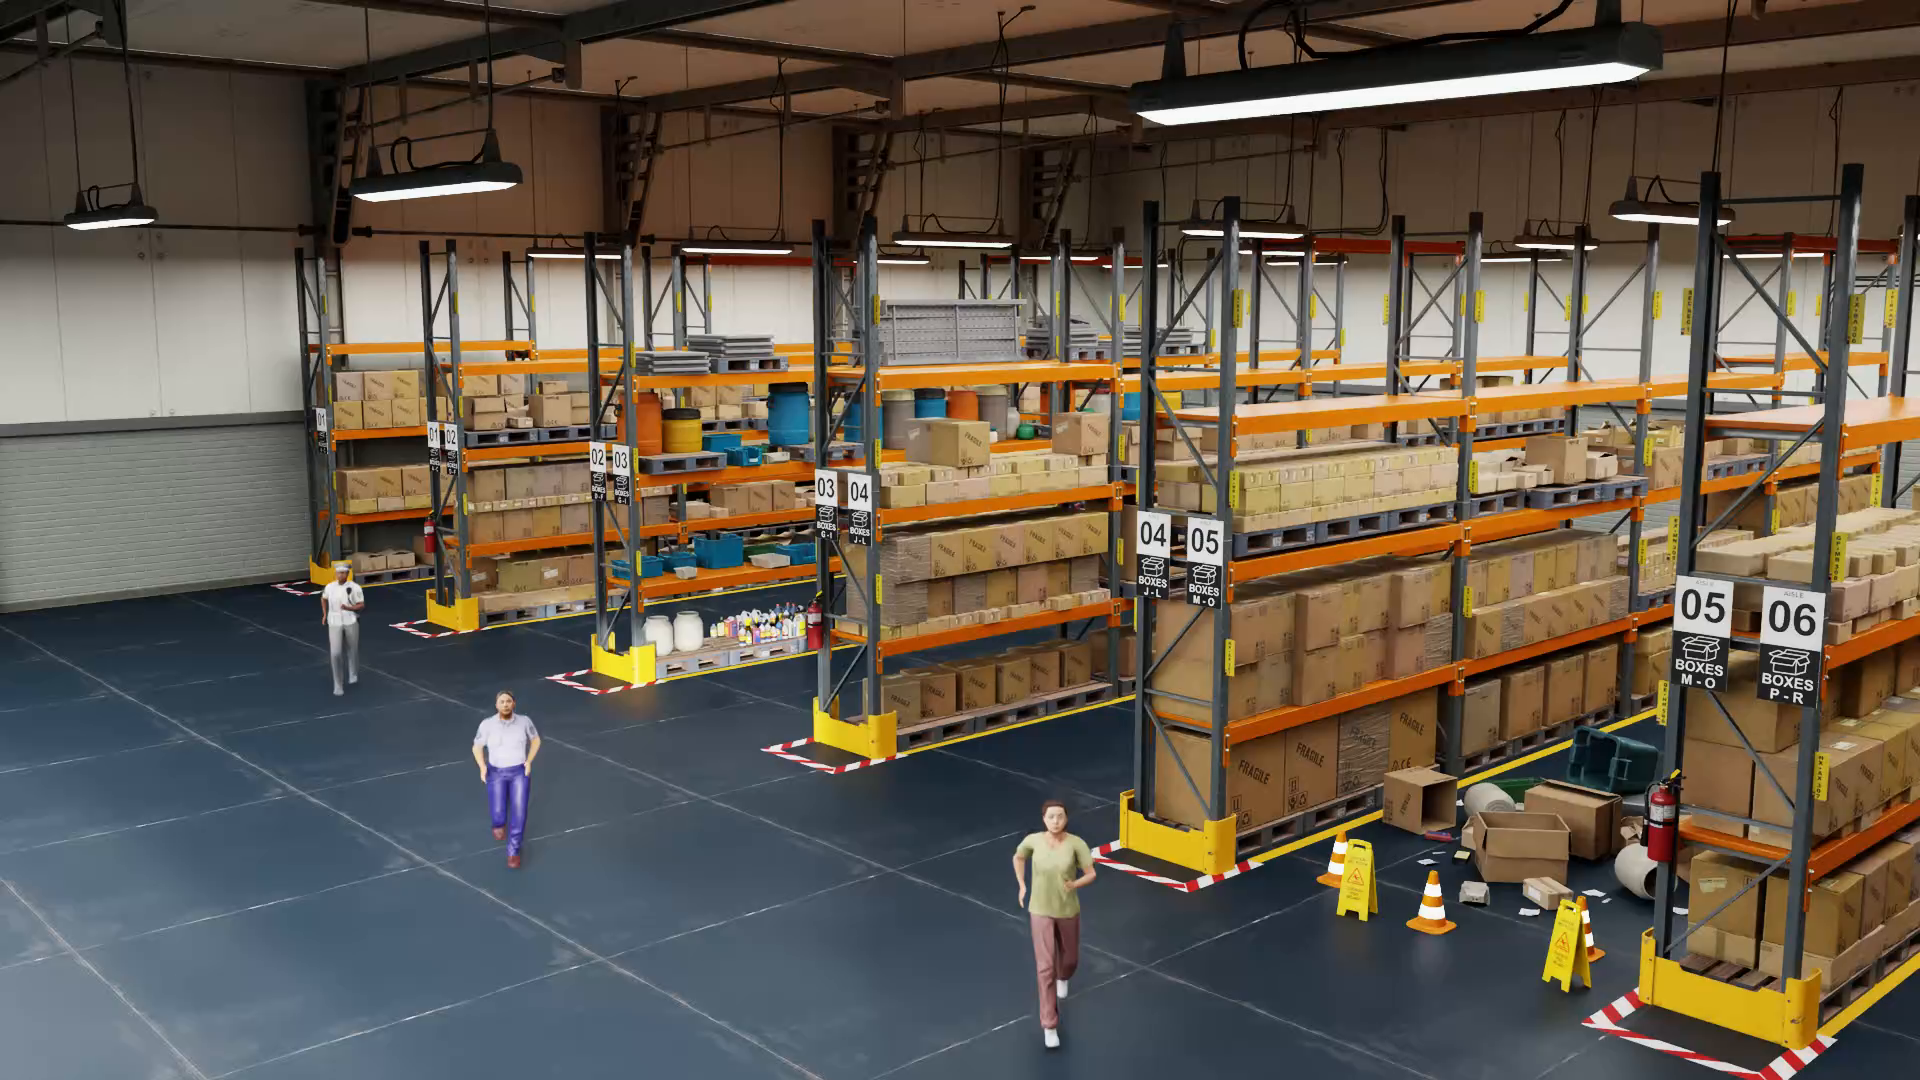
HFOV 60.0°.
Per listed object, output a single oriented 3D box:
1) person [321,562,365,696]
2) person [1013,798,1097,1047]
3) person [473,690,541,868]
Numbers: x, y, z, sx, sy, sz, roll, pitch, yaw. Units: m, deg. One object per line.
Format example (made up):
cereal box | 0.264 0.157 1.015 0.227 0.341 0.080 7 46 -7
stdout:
person | -8.086 1.146 21.825 0.548 1.760 0.760 -3 9 -17
person | 0.668 2.625 11.754 0.585 1.645 0.939 0 8 0
person | -4.146 2.164 15.272 0.608 1.598 0.607 -3 9 -19
